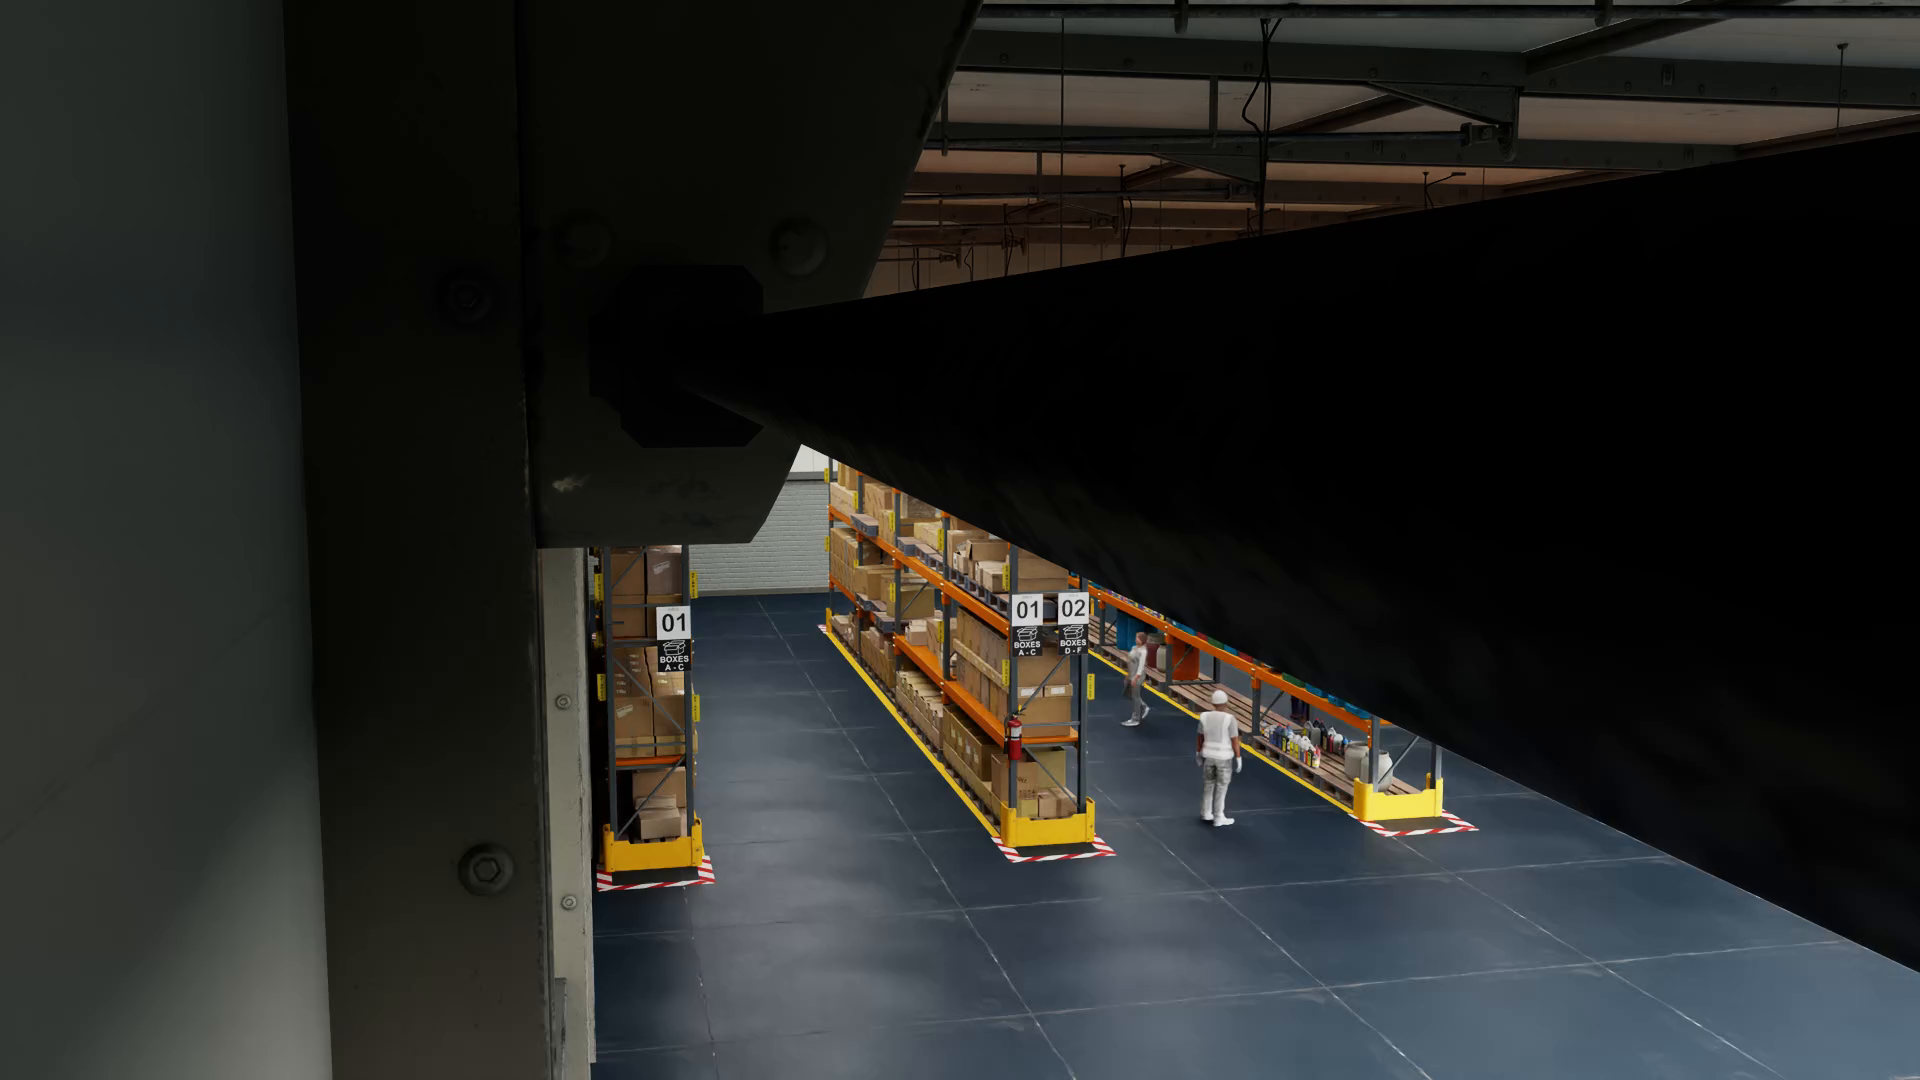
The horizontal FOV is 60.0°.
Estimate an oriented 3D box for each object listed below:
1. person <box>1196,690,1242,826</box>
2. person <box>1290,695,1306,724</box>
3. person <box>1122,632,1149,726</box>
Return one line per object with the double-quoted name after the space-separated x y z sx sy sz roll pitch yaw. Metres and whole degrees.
3.435 2.866 21.913 0.649 1.803 0.481 5 9 37 "person"
5.710 2.227 27.912 0.500 1.657 0.489 4 8 32 "person"
2.914 2.293 27.374 0.461 1.574 0.443 -1 7 -4 "person"
